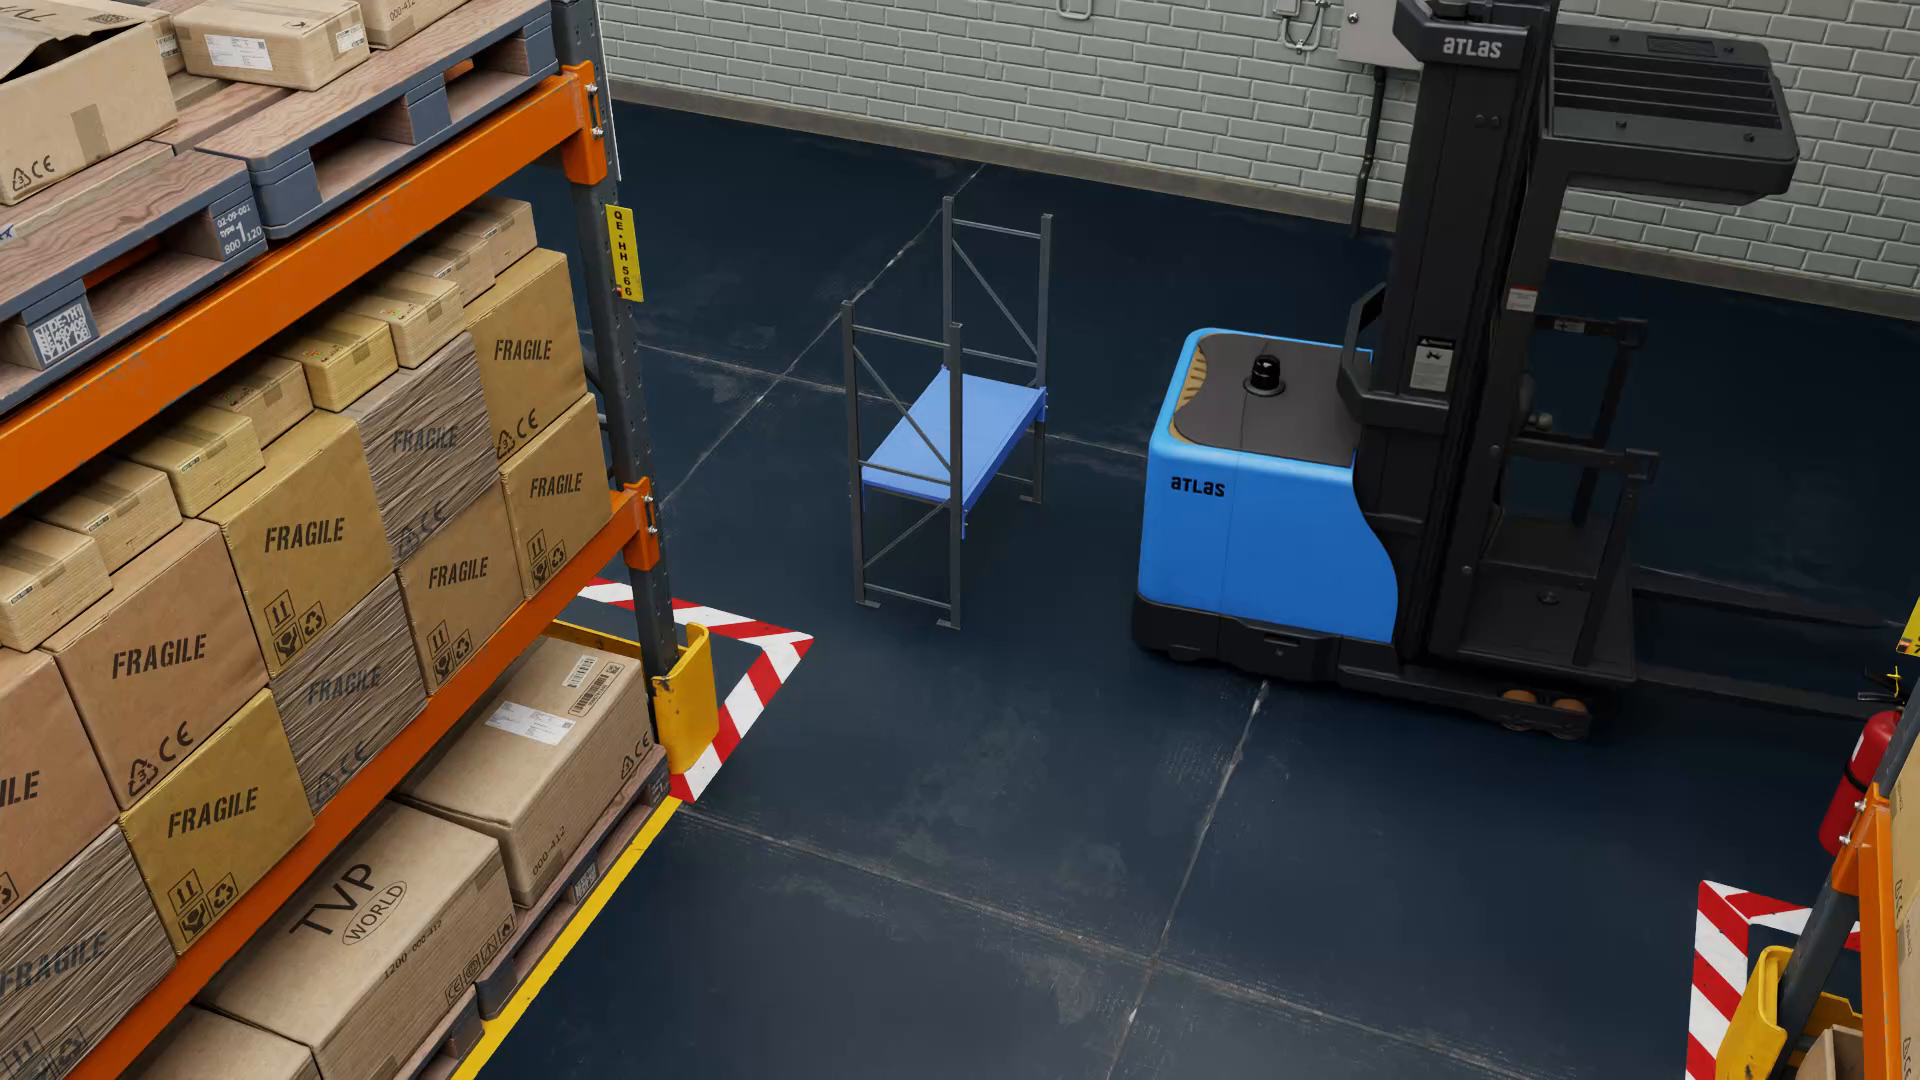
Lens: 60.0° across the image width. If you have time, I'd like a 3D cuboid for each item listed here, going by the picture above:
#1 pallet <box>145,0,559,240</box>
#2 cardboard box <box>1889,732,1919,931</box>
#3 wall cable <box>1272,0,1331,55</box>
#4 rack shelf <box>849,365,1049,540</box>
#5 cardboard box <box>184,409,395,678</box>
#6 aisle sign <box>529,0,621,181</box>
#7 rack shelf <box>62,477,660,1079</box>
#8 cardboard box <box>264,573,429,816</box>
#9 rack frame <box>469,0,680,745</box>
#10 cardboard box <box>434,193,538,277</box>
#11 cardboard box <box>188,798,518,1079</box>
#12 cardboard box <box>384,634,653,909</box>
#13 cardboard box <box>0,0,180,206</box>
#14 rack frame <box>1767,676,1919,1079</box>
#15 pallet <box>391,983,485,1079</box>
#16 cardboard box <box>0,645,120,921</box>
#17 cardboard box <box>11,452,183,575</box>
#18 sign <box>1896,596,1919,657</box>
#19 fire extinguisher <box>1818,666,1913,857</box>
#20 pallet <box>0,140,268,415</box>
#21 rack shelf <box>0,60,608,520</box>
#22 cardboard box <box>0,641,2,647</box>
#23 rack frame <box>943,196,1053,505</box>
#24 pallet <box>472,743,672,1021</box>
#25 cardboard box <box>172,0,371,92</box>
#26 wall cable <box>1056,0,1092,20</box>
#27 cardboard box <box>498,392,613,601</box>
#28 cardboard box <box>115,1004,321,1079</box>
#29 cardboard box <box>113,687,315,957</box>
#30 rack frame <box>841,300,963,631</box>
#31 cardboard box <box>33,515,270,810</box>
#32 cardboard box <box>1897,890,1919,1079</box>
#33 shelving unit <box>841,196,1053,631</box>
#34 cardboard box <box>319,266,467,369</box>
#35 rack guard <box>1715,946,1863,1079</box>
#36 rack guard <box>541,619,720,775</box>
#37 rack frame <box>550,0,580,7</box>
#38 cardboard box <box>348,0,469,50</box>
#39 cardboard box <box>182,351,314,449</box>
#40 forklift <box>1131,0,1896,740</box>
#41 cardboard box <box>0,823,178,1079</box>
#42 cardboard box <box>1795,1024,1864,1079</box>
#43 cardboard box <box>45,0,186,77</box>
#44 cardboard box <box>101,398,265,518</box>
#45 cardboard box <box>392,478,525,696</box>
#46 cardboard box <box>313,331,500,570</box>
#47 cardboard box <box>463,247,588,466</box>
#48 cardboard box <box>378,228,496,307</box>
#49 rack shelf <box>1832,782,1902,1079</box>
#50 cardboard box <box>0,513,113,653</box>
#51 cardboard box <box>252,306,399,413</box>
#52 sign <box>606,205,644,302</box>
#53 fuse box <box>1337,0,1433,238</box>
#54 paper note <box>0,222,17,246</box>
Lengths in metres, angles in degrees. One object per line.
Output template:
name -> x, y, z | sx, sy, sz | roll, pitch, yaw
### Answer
pallet -> -1.840, -1.237, 4.468 | 1.003, 0.211, 1.213 | 14, 39, 18
cardboard box -> 2.602, 0.776, 4.084 | 0.500, 0.250, 0.500 | 14, 39, 18
wall cable -> 1.872, -3.701, 9.348 | 0.588, 1.984, 0.122 | 14, 39, 18
rack shelf -> -0.032, -0.409, 7.345 | 0.538, 0.185, 1.000 | 14, 39, 18
cardboard box -> -1.894, -0.034, 4.371 | 0.500, 0.500, 0.500 | 14, 39, 18
aisle sign -> -1.253, -1.494, 5.072 | 0.394, 0.787, 0.004 | 14, 39, 18
rack shelf -> -2.328, 0.912, 4.626 | 1.077, 0.370, 4.000 | 14, 39, 18
cardboard box -> -1.898, 0.365, 4.673 | 0.500, 0.500, 0.500 | 15, 39, 19
rack frame -> -1.567, -0.484, 5.892 | 1.000, 3.000, 0.127 | 14, 39, 18
cardboard box -> -1.519, -0.940, 5.041 | 0.380, 0.149, 0.250 | 14, 39, 18
cardboard box -> -2.067, 1.271, 5.333 | 0.875, 0.438, 0.875 | 15, 39, 19
cardboard box -> -1.726, 0.763, 6.014 | 0.875, 0.438, 0.875 | 13, 39, 16
cardboard box -> -2.183, -1.040, 3.771 | 0.500, 0.311, 0.500 | 15, 39, 19
rack frame -> 3.024, 0.645, 4.382 | 1.000, 3.000, 0.127 | 14, 39, 18
pallet -> -2.265, 1.767, 5.210 | 1.003, 0.211, 1.213 | 14, 39, 18
cardboard box -> -2.281, 0.523, 3.627 | 0.500, 0.500, 0.500 | 15, 39, 19
cardboard box -> -2.071, -0.080, 3.891 | 0.380, 0.149, 0.250 | 15, 39, 19
sign -> 2.522, 0.175, 4.288 | 0.100, 0.325, 0.005 | 14, 39, 18
fire extinguisher -> 2.653, 0.639, 4.766 | 0.296, 0.674, 0.183 | 14, 39, 18
pallet -> -2.303, -0.559, 3.561 | 1.003, 0.211, 1.213 | 14, 39, 18
rack shelf -> -2.328, -0.290, 3.728 | 1.077, 0.370, 4.000 | 14, 39, 18
cardboard box -> -2.290, 0.196, 3.521 | 0.380, 0.149, 0.250 | 14, 39, 18
rack frame -> 0.161, -0.835, 7.614 | 0.500, 1.500, 0.032 | 14, 39, 18
pallet -> -1.799, 1.094, 6.110 | 1.003, 0.211, 1.213 | 14, 39, 18
cardboard box -> -1.741, -1.273, 4.218 | 0.380, 0.149, 0.250 | 11, 38, 14
wall cable -> 0.556, -4.030, 9.762 | 0.585, 1.953, 0.123 | 14, 39, 18
cardboard box -> -1.506, -0.196, 5.424 | 0.500, 0.500, 0.500 | 14, 39, 18
cardboard box -> -2.411, 1.770, 4.666 | 0.875, 0.438, 0.875 | 13, 39, 16
cardboard box -> -2.082, 0.654, 4.286 | 0.500, 0.500, 0.500 | 15, 39, 19
rack frame -> -0.226, -0.272, 6.861 | 0.500, 1.500, 0.032 | 14, 39, 18
cardboard box -> -2.087, 0.244, 3.999 | 0.500, 0.500, 0.500 | 14, 39, 17
cardboard box -> 2.411, 1.055, 3.710 | 0.500, 0.250, 0.500 | 14, 39, 18
shelving unit -> -0.032, -0.554, 7.238 | 0.538, 1.500, 1.048 | 14, 39, 18
cardboard box -> -1.614, -0.632, 4.629 | 0.380, 0.149, 0.250 | 13, 39, 17
rack guard -> 2.995, 1.688, 5.074 | 1.175, 0.500, 0.348 | 14, 39, 18
rack guard -> -1.558, 0.504, 6.658 | 1.175, 0.500, 0.348 | 14, 39, 18
rack frame -> -1.567, -2.887, 4.096 | 1.000, 3.000, 0.127 | 14, 39, 18
cardboard box -> -1.655, -1.564, 4.522 | 0.500, 0.250, 0.500 | 10, 38, 14
cardboard box -> -1.912, -0.373, 4.283 | 0.380, 0.149, 0.250 | 13, 39, 17
forklift -> 2.305, -0.728, 6.276 | 3.031, 2.935, 1.130 | 10, 38, 13
cardboard box -> -2.278, 0.939, 3.905 | 0.500, 0.500, 0.500 | 14, 39, 18
cardboard box -> 2.704, 1.794, 4.579 | 0.797, 0.503, 0.637 | 12, 39, 16
cardboard box -> -2.194, -1.243, 4.177 | 0.380, 0.149, 0.250 | 15, 39, 19
cardboard box -> -1.954, -0.221, 4.079 | 0.380, 0.149, 0.250 | 15, 39, 19
cardboard box -> -1.711, 0.078, 5.057 | 0.500, 0.500, 0.500 | 13, 39, 17
cardboard box -> -1.702, -0.307, 4.737 | 0.500, 0.500, 0.500 | 14, 39, 18
cardboard box -> -1.531, -0.603, 5.133 | 0.500, 0.500, 0.500 | 15, 39, 19
cardboard box -> -1.593, -0.794, 4.846 | 0.380, 0.149, 0.250 | 15, 39, 19
rack shelf -> 2.263, 2.040, 3.116 | 1.077, 0.370, 4.000 | 14, 39, 18
cardboard box -> -2.132, 0.076, 3.682 | 0.380, 0.149, 0.250 | 14, 39, 18
cardboard box -> -1.747, -0.502, 4.455 | 0.380, 0.149, 0.250 | 15, 39, 19
sign -> -1.071, -0.911, 5.298 | 0.100, 0.325, 0.005 | 14, 39, 18
fuse box -> 2.444, -2.536, 9.713 | 0.539, 1.711, 0.414 | 14, 39, 18
paper note -> -1.828, -0.559, 3.133 | 0.006, 0.032, 0.123 | 14, 39, 18
